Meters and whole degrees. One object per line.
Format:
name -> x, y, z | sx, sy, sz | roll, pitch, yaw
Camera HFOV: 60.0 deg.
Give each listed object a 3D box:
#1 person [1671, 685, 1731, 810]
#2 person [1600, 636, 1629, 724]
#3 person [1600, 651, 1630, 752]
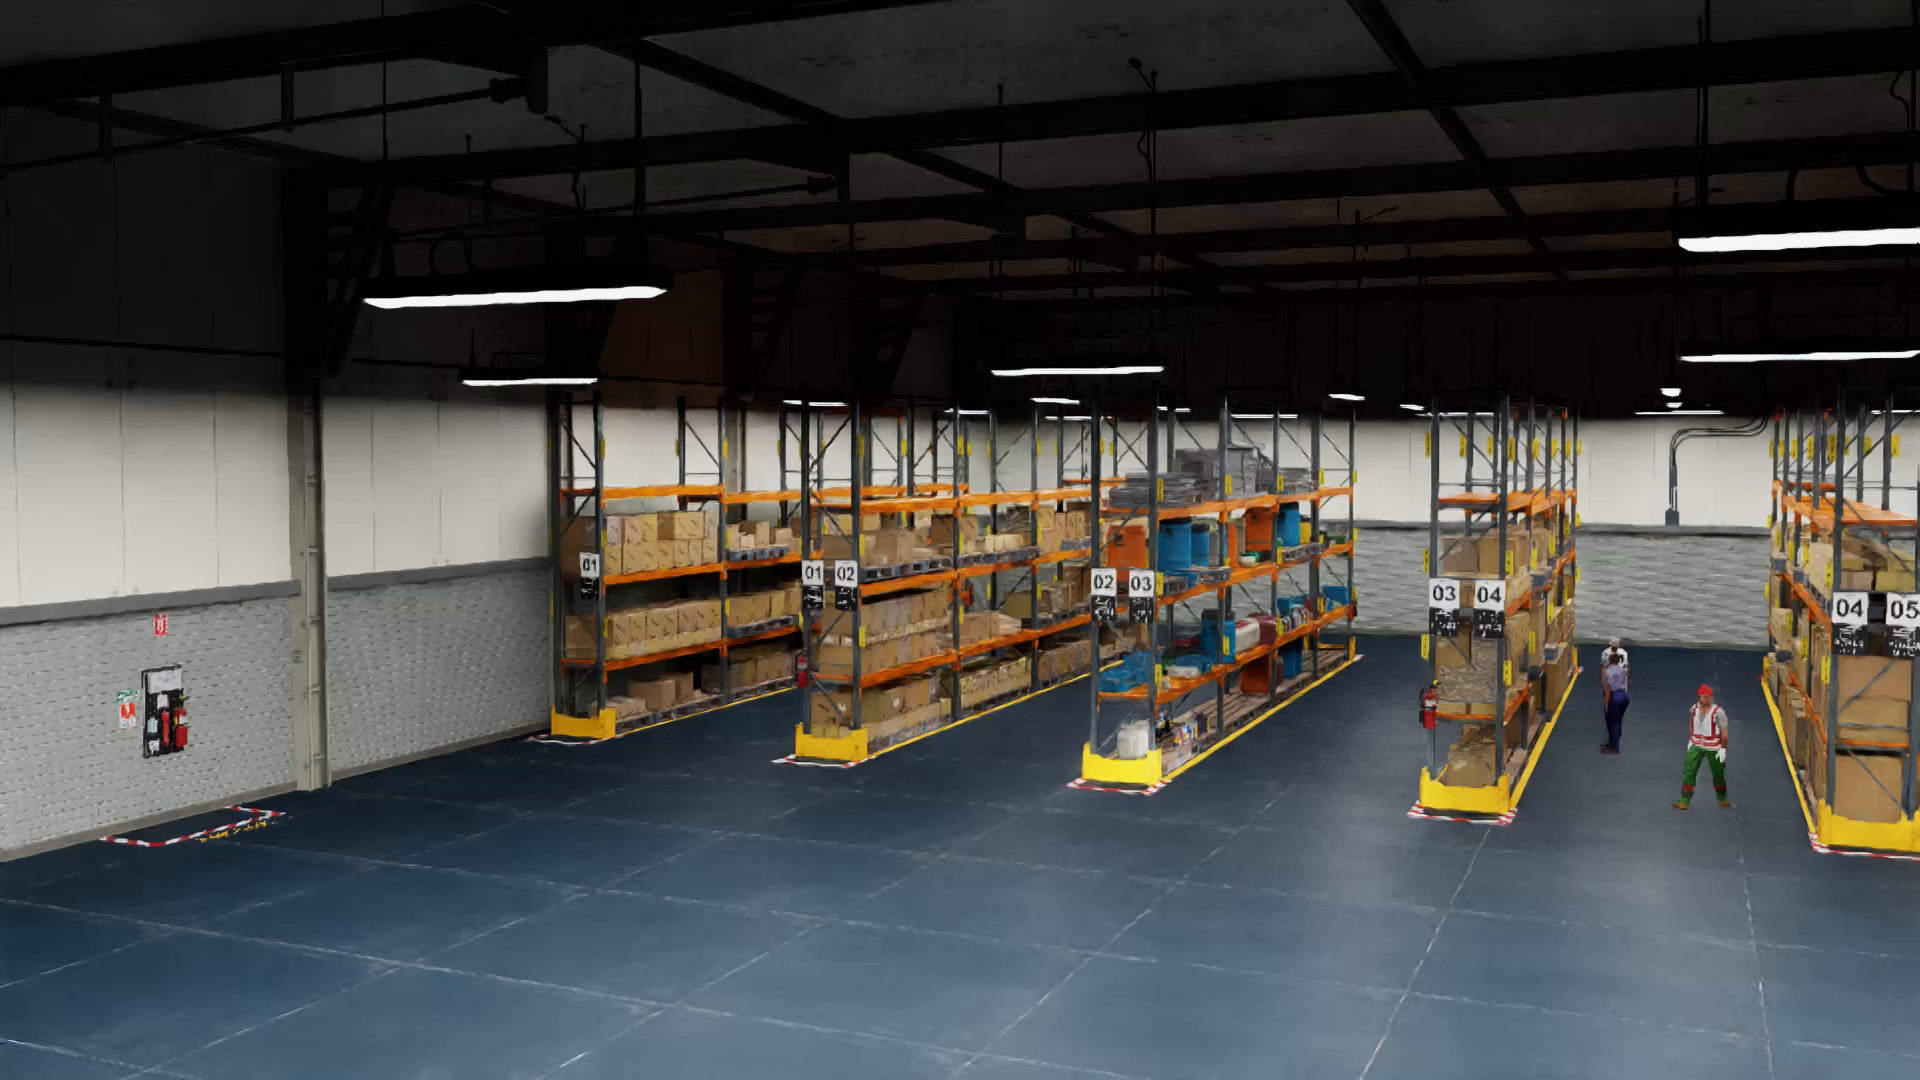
person -> 10.283, 2.861, 22.973 | 0.961, 1.742, 0.596 | -3, 4, -43
person -> 11.928, 2.523, 30.301 | 0.497, 1.583, 1.090 | 2, 3, 26
person -> 10.741, 2.656, 27.410 | 0.523, 1.651, 0.466 | -2, 4, -35
